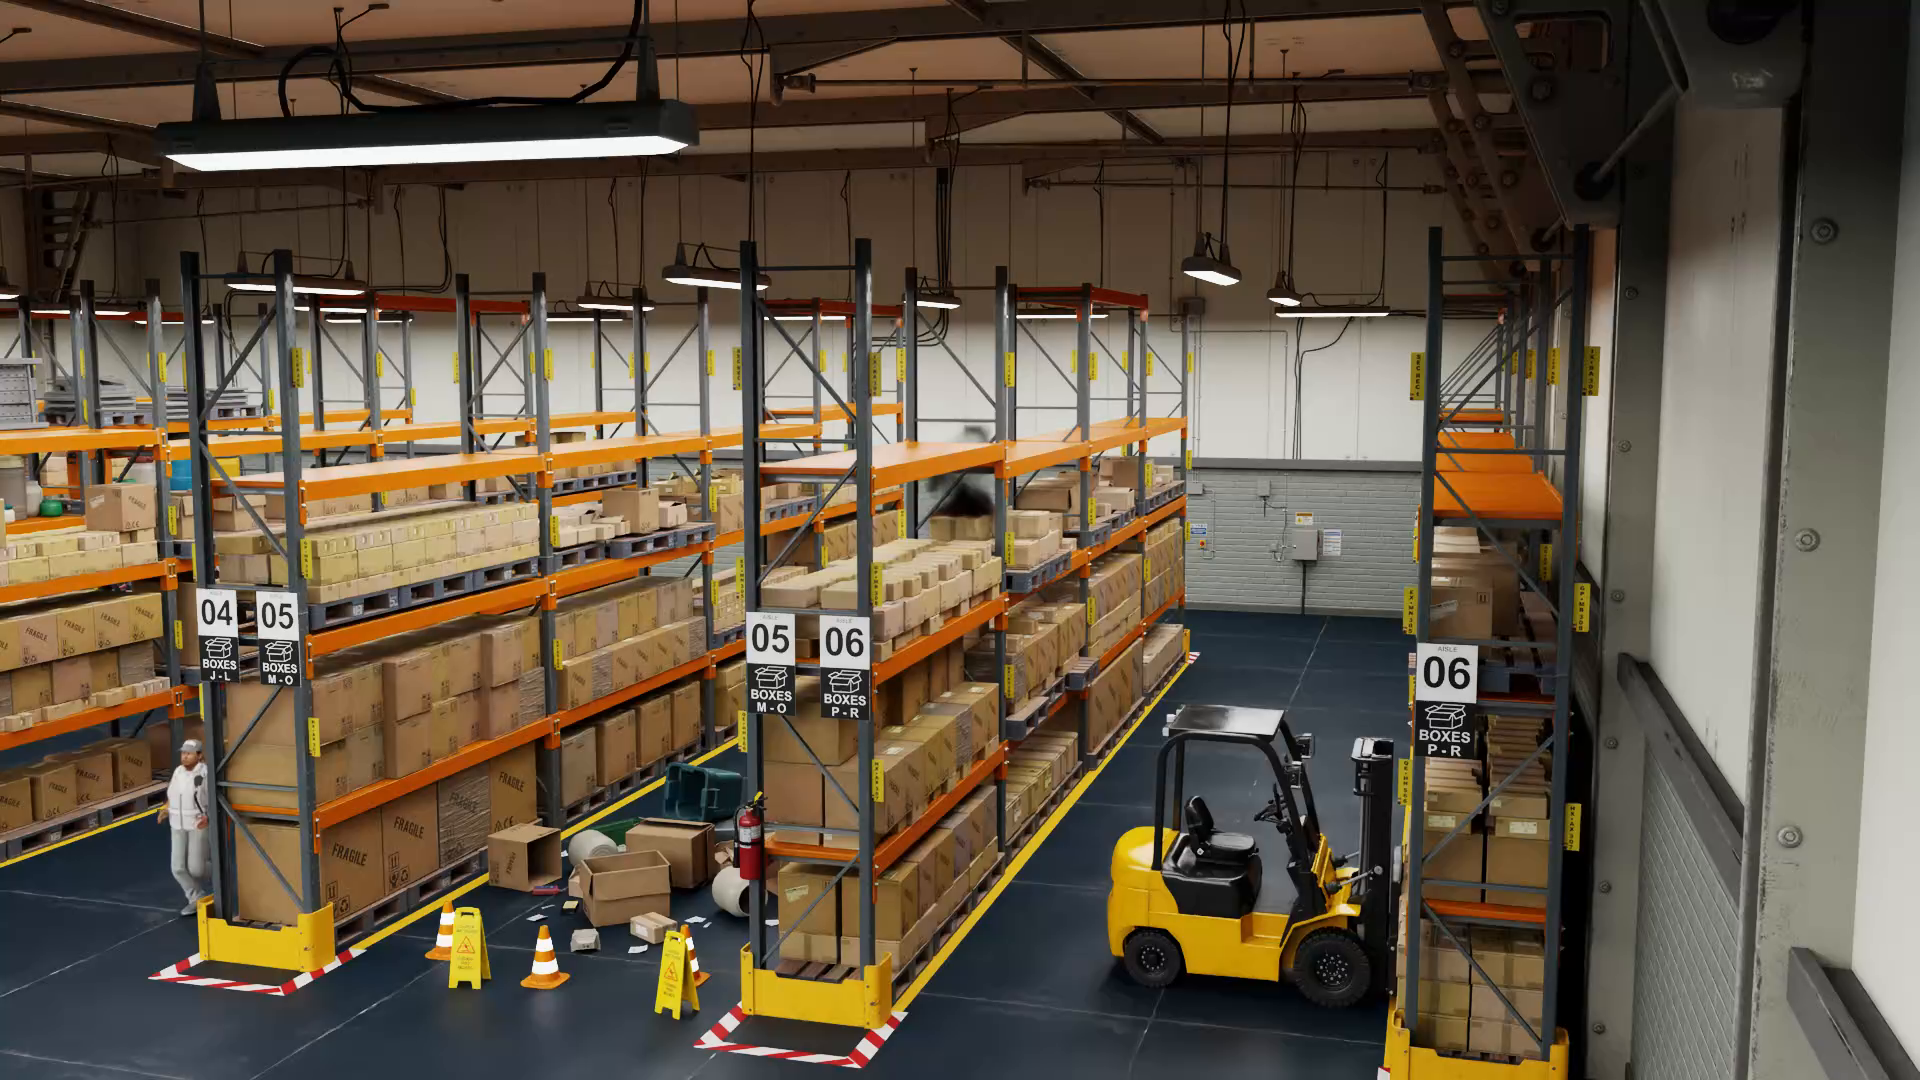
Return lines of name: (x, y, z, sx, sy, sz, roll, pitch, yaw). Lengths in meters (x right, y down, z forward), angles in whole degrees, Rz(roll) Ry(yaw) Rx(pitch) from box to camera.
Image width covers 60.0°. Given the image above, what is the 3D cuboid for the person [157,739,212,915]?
person: (-7.090, 2.645, 15.396, 0.603, 1.617, 0.571, 1, 7, 11)
